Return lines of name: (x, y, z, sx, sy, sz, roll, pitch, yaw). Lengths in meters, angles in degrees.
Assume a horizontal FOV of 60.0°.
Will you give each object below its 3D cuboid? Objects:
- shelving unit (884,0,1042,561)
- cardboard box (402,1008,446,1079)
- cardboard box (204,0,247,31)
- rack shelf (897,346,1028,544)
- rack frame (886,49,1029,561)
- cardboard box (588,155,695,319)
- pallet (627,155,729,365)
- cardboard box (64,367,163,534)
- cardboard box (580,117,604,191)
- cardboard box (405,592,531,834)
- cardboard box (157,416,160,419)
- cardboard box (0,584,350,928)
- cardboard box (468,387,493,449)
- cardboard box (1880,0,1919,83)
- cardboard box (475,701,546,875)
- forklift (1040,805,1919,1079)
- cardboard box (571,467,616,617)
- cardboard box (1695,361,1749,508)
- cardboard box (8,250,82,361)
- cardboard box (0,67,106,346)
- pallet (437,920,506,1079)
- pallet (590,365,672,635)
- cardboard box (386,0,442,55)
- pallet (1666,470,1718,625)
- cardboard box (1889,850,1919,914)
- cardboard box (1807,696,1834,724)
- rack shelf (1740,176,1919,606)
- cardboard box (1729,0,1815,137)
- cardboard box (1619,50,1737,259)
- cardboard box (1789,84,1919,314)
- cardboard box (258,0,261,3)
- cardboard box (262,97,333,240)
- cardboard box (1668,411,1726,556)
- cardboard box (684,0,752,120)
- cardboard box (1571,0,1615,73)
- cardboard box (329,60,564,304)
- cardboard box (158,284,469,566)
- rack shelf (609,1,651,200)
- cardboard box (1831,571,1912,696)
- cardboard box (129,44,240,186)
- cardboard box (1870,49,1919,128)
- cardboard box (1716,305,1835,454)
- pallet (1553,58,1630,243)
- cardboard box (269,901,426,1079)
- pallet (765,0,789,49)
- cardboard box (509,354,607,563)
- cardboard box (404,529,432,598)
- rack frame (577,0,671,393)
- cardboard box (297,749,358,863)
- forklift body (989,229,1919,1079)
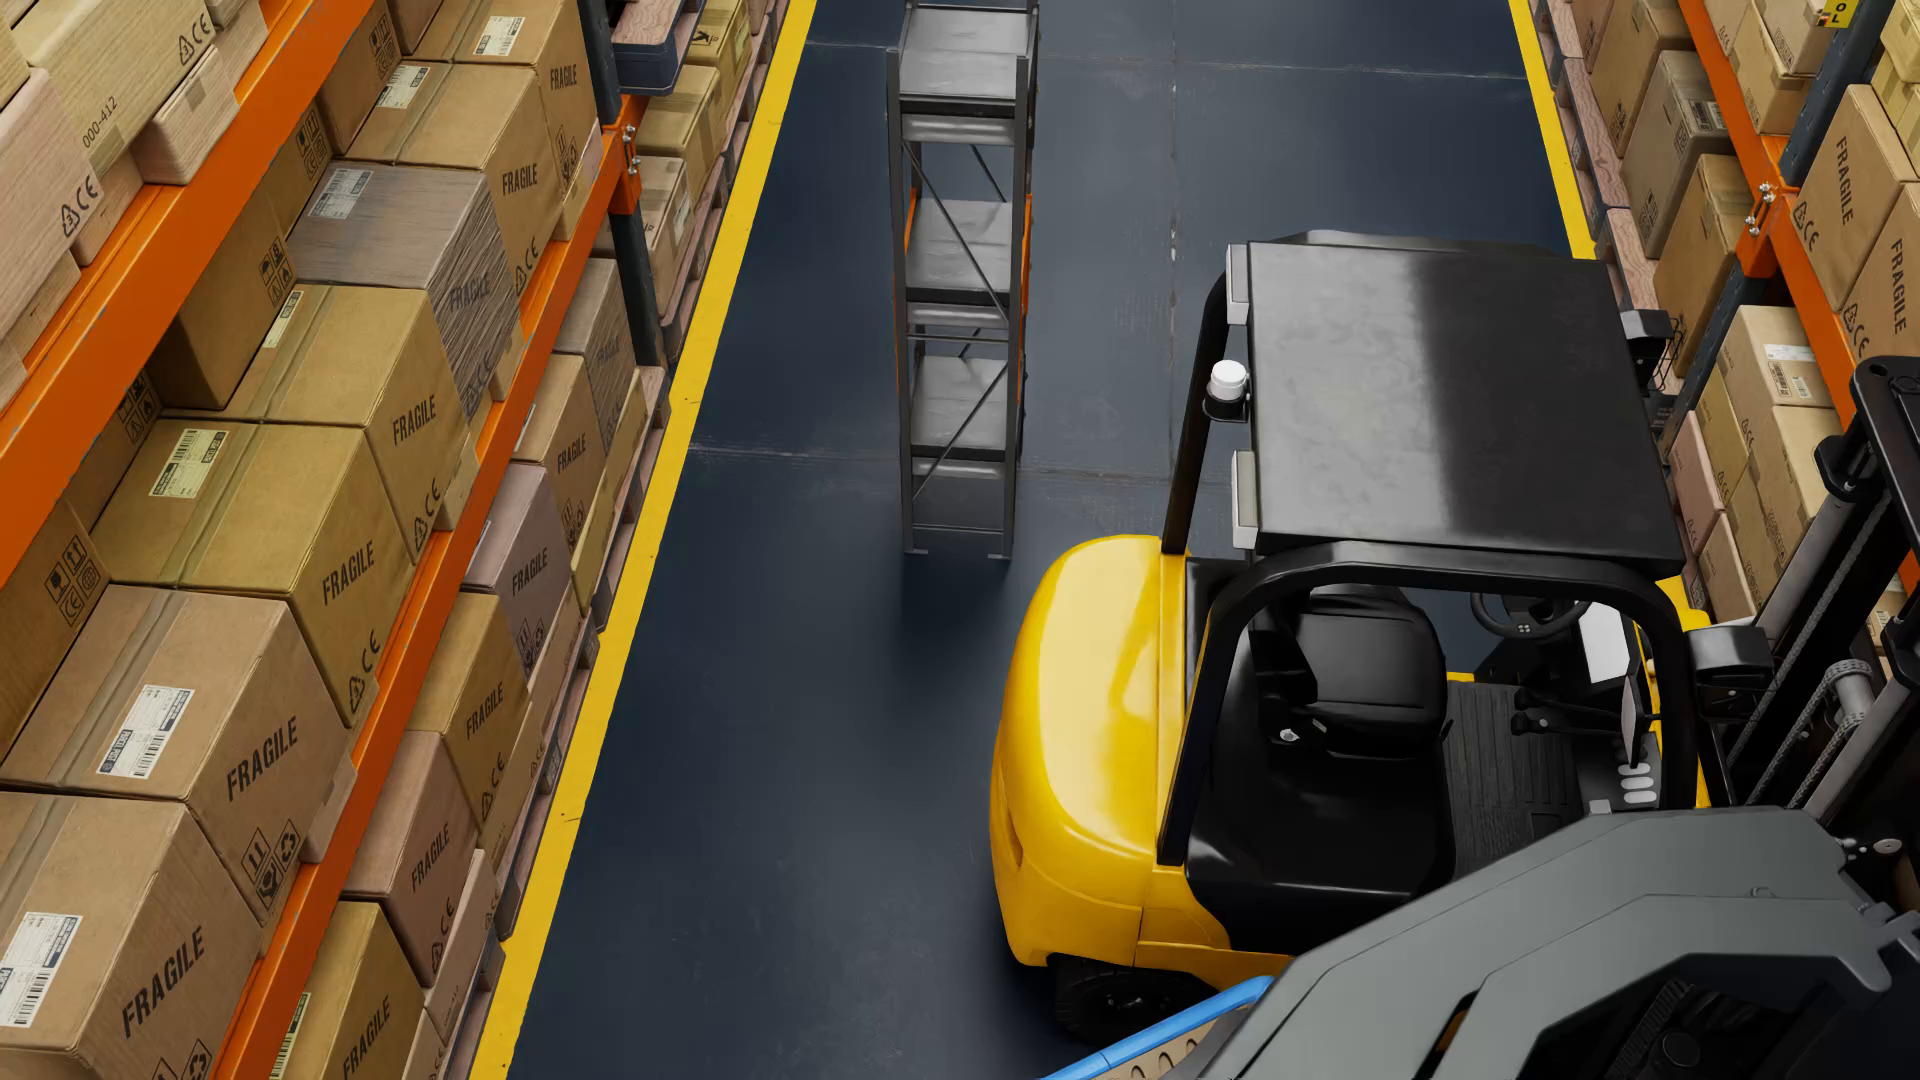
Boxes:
shelving unit: (0.015, -0.830, 5.586, 0.431, 2.100, 0.503, 4, 48, 4)
cardboard box: (-1.707, 1.510, 4.415, 0.500, 0.250, 0.500, 4, 48, 3)
cardboard box: (-1.600, -1.241, 3.220, 0.500, 0.250, 0.500, 5, 48, 4)
rack shelf: (0.015, -0.349, 6.113, 0.431, 0.518, 0.480, 4, 48, 4)
rack frame: (-0.007, -0.651, 5.422, 0.400, 2.100, 0.015, 4, 48, 4)
cardboard box: (-1.646, -1.281, 6.886, 0.950, 0.372, 0.625, 4, 48, 4)
pallet: (-1.621, -1.272, 7.270, 1.003, 0.211, 1.213, 4, 48, 4)
cardboard box: (-2.229, -0.316, 3.560, 0.700, 0.500, 0.500, 3, 48, 3)
cardboard box: (-1.417, -1.300, 5.576, 0.380, 0.149, 0.250, 3, 48, 3)
cardboard box: (-1.608, 0.487, 4.842, 0.500, 0.500, 0.500, 5, 48, 4)
cardboard box: (-2.116, -0.359, 4.277, 0.500, 0.500, 0.500, 4, 48, 4)
cardboard box: (-1.692, 0.454, 3.533, 0.500, 0.500, 0.500, 5, 48, 5)
cardboard box: (-1.559, -0.367, 4.723, 0.380, 0.149, 0.250, 3, 48, 3)
cardboard box: (2.928, -1.449, 4.833, 0.380, 0.149, 0.250, 5, 48, 4)
cardboard box: (-1.615, 0.734, 5.125, 0.500, 0.250, 0.500, 7, 48, 6)
forklift: (0.978, 1.867, 2.556, 1.130, 2.935, 3.031, -20, 51, -17)
cardboard box: (-1.516, -0.010, 5.805, 0.500, 0.250, 0.500, 3, 48, 2)
cardboard box: (2.901, -0.358, 5.784, 0.500, 0.250, 0.500, 4, 48, 3)
cardboard box: (-1.711, -0.426, 2.744, 0.380, 0.149, 0.250, 4, 48, 3)
cardboard box: (-1.689, -0.485, 2.528, 0.500, 0.250, 0.500, 3, 48, 3)
pallet: (-1.939, 1.589, 4.654, 1.003, 0.211, 1.213, 4, 48, 4)
pallet: (-1.717, -0.204, 6.294, 1.003, 0.211, 1.213, 4, 48, 4)
cardboard box: (-1.947, -1.804, 4.920, 0.700, 0.500, 0.500, 3, 48, 3)
pallet: (3.138, 0.213, 5.912, 1.003, 0.211, 1.213, 4, 48, 4)
cardboard box: (2.696, 0.972, 4.230, 0.500, 0.250, 0.500, 4, 48, 4)
cardboard box: (2.800, 0.381, 5.109, 0.500, 0.250, 0.500, 4, 48, 3)
rack shelf: (3.070, 0.402, 4.337, 1.077, 0.370, 4.000, 4, 48, 4)
cardboard box: (3.038, -1.647, 5.825, 0.500, 0.250, 0.500, 5, 48, 4)
cardboard box: (3.367, -1.604, 7.009, 0.875, 0.625, 0.625, 3, 48, 3)
cardboard box: (2.952, -1.035, 5.096, 0.500, 0.500, 0.500, 3, 48, 2)
cardboard box: (-1.652, -1.187, 3.440, 0.380, 0.149, 0.250, 3, 48, 3)
cardboard box: (-2.088, -1.063, 4.242, 0.700, 0.500, 0.500, 3, 48, 3)
cardboard box: (2.879, -0.191, 5.970, 0.500, 0.250, 0.500, 4, 48, 4)
cardboard box: (-1.522, -2.321, 7.836, 0.950, 0.372, 0.625, 5, 48, 5)
cardboard box: (3.495, -2.651, 7.967, 0.875, 0.625, 0.625, 5, 48, 5)
cardboard box: (-1.524, -1.053, 4.911, 0.500, 0.500, 0.500, 5, 48, 5)
cardboard box: (-1.609, -0.295, 4.218, 0.500, 0.500, 0.500, 3, 48, 3)
rack shelf: (-1.509, -2.868, 7.328, 1.077, 0.370, 4.000, 4, 48, 4)
cardboard box: (2.805, 0.215, 4.922, 0.500, 0.250, 0.500, 5, 48, 5)
cardboard box: (-1.588, -0.801, 3.087, 0.380, 0.149, 0.250, 4, 48, 4)
cardboard box: (2.962, -1.346, 4.941, 0.380, 0.149, 0.250, 3, 48, 3)
cardboard box: (2.896, -0.527, 5.600, 0.500, 0.250, 0.500, 3, 48, 3)
pallet: (3.389, -1.812, 7.764, 1.003, 0.211, 1.213, 4, 48, 4)
cardboard box: (-1.705, 1.240, 4.154, 0.500, 0.500, 0.500, 2, 48, 2)
pallet: (-1.399, -3.065, 8.910, 1.003, 0.211, 1.213, 4, 48, 4)
cardboard box: (-1.522, -0.281, 5.545, 0.500, 0.500, 0.500, 5, 48, 4)
cardboard box: (-1.628, 0.006, 4.382, 0.380, 0.149, 0.250, 3, 48, 2)
rack frame: (-1.691, -1.641, 5.718, 1.000, 3.000, 0.127, 4, 48, 4)
cardboard box: (-1.636, 0.588, 3.850, 0.380, 0.149, 0.250, 5, 48, 4)
forklift body: (1.244, 0.400, 4.427, 2.313, 2.155, 1.214, 4, 48, 4)
